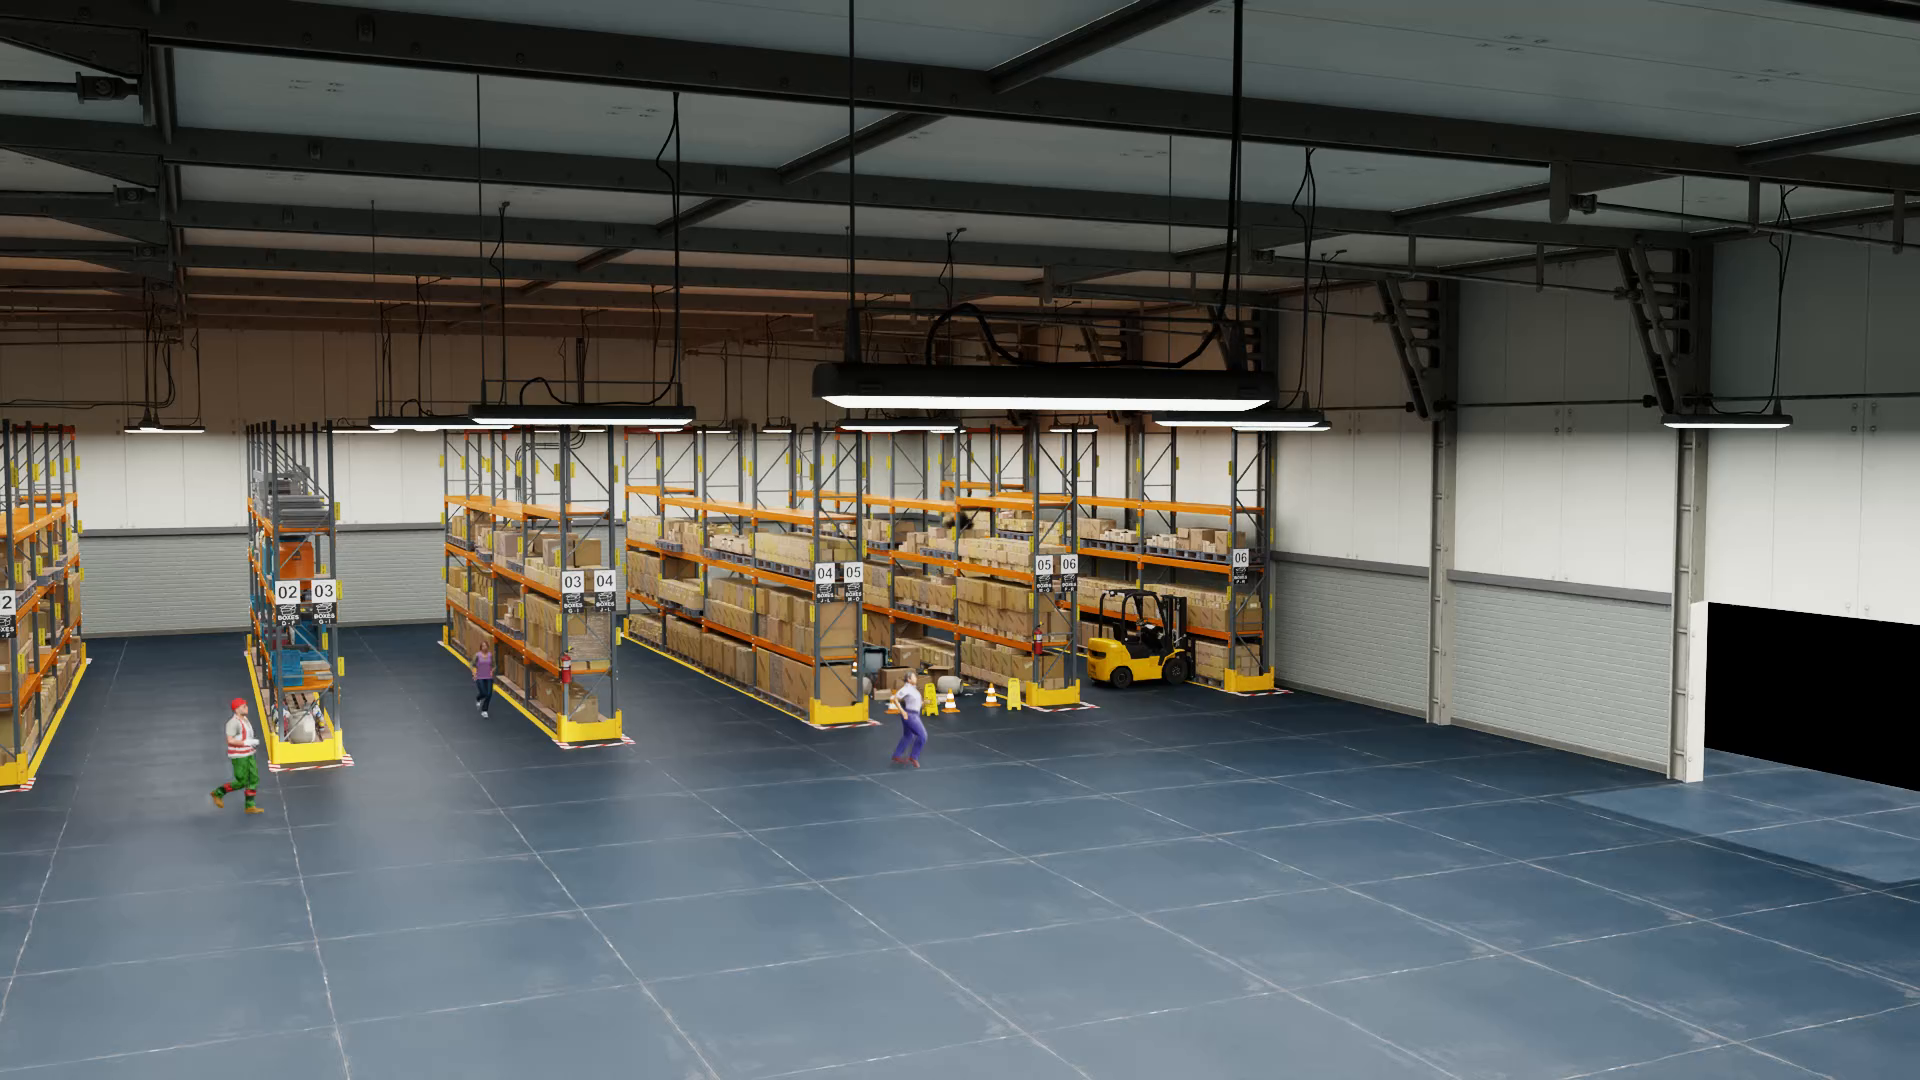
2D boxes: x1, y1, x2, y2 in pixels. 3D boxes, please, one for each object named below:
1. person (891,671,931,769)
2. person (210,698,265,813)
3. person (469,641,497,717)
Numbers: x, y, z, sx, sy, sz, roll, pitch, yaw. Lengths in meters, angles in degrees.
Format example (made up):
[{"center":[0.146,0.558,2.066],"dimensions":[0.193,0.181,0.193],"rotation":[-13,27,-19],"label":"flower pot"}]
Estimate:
[{"center":[-0.843,3.113,28.754],"dimensions":[0.703,1.693,0.574],"rotation":[0,4,5],"label":"person"},{"center":[-10.906,3.264,25.167],"dimensions":[0.730,1.757,0.663],"rotation":[0,4,0],"label":"person"},{"center":[-9.697,2.834,33.903],"dimensions":[0.535,1.559,0.542],"rotation":[-2,4,-29],"label":"person"}]
